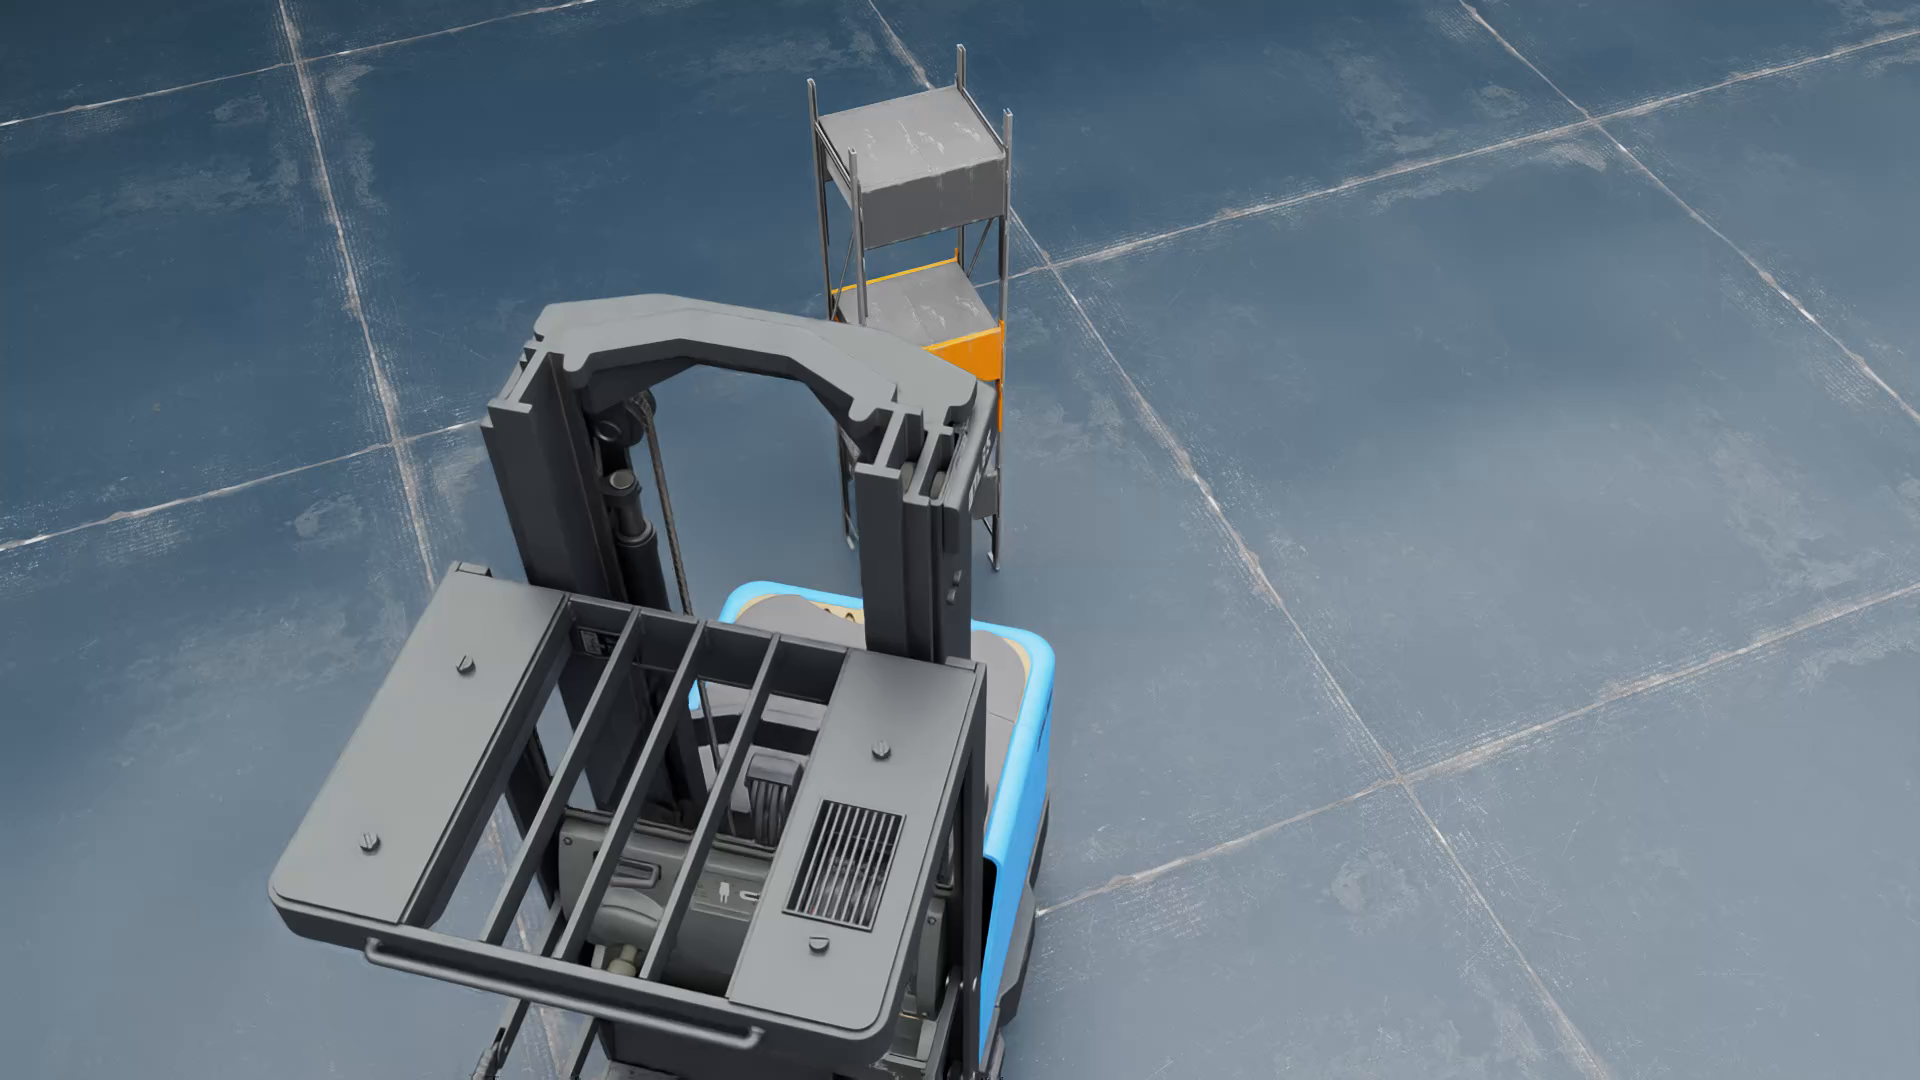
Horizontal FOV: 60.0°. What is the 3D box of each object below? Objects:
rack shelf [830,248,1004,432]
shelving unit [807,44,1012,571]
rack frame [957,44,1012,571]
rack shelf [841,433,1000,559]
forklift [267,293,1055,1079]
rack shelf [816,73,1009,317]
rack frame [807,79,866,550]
[{"bbox_3d":[-0.153,-0.628,5.764,0.480,0.518,0.431,-17,52,-14],"label":"rack shelf"},{"bbox_3d":[-0.153,-0.637,5.753,0.503,2.100,0.431,-17,52,-14],"label":"shelving unit"},{"bbox_3d":[0.073,-0.707,5.814,0.015,2.100,0.400,-17,52,-14],"label":"rack frame"},{"bbox_3d":[-0.153,-0.172,6.295,0.480,0.518,0.431,-17,52,-14],"label":"rack shelf"},{"bbox_3d":[-0.546,1.030,3.775,1.130,2.935,3.031,10,50,9],"label":"forklift"},{"bbox_3d":[-0.153,-1.084,5.233,0.480,0.518,0.431,-17,52,-14],"label":"rack shelf"},{"bbox_3d":[-0.379,-0.567,5.693,0.015,2.100,0.400,-17,52,-14],"label":"rack frame"}]
